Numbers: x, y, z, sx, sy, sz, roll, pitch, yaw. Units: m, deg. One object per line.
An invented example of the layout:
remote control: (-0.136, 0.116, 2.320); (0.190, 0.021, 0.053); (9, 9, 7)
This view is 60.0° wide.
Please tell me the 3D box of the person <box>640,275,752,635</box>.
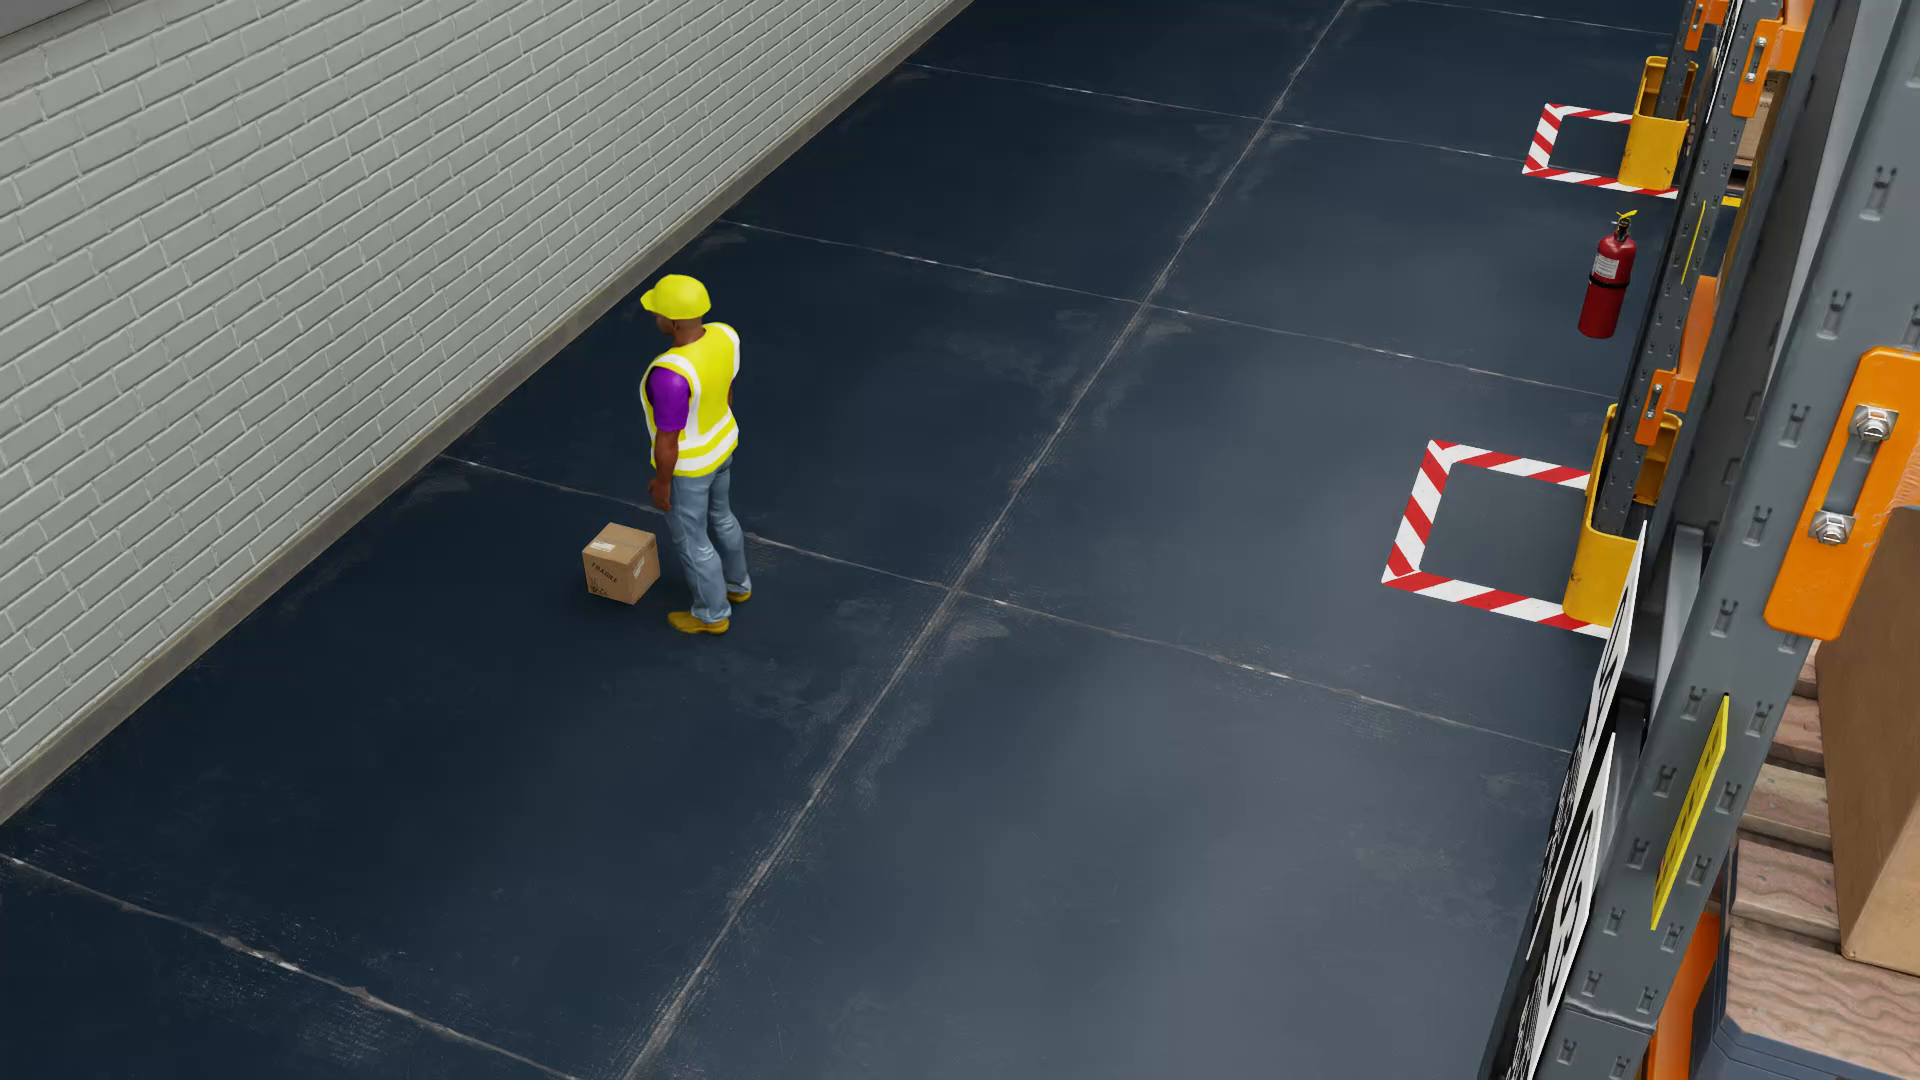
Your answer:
person: (-1.168, -0.367, 7.297); (0.365, 1.777, 0.564); (15, 40, 19)
